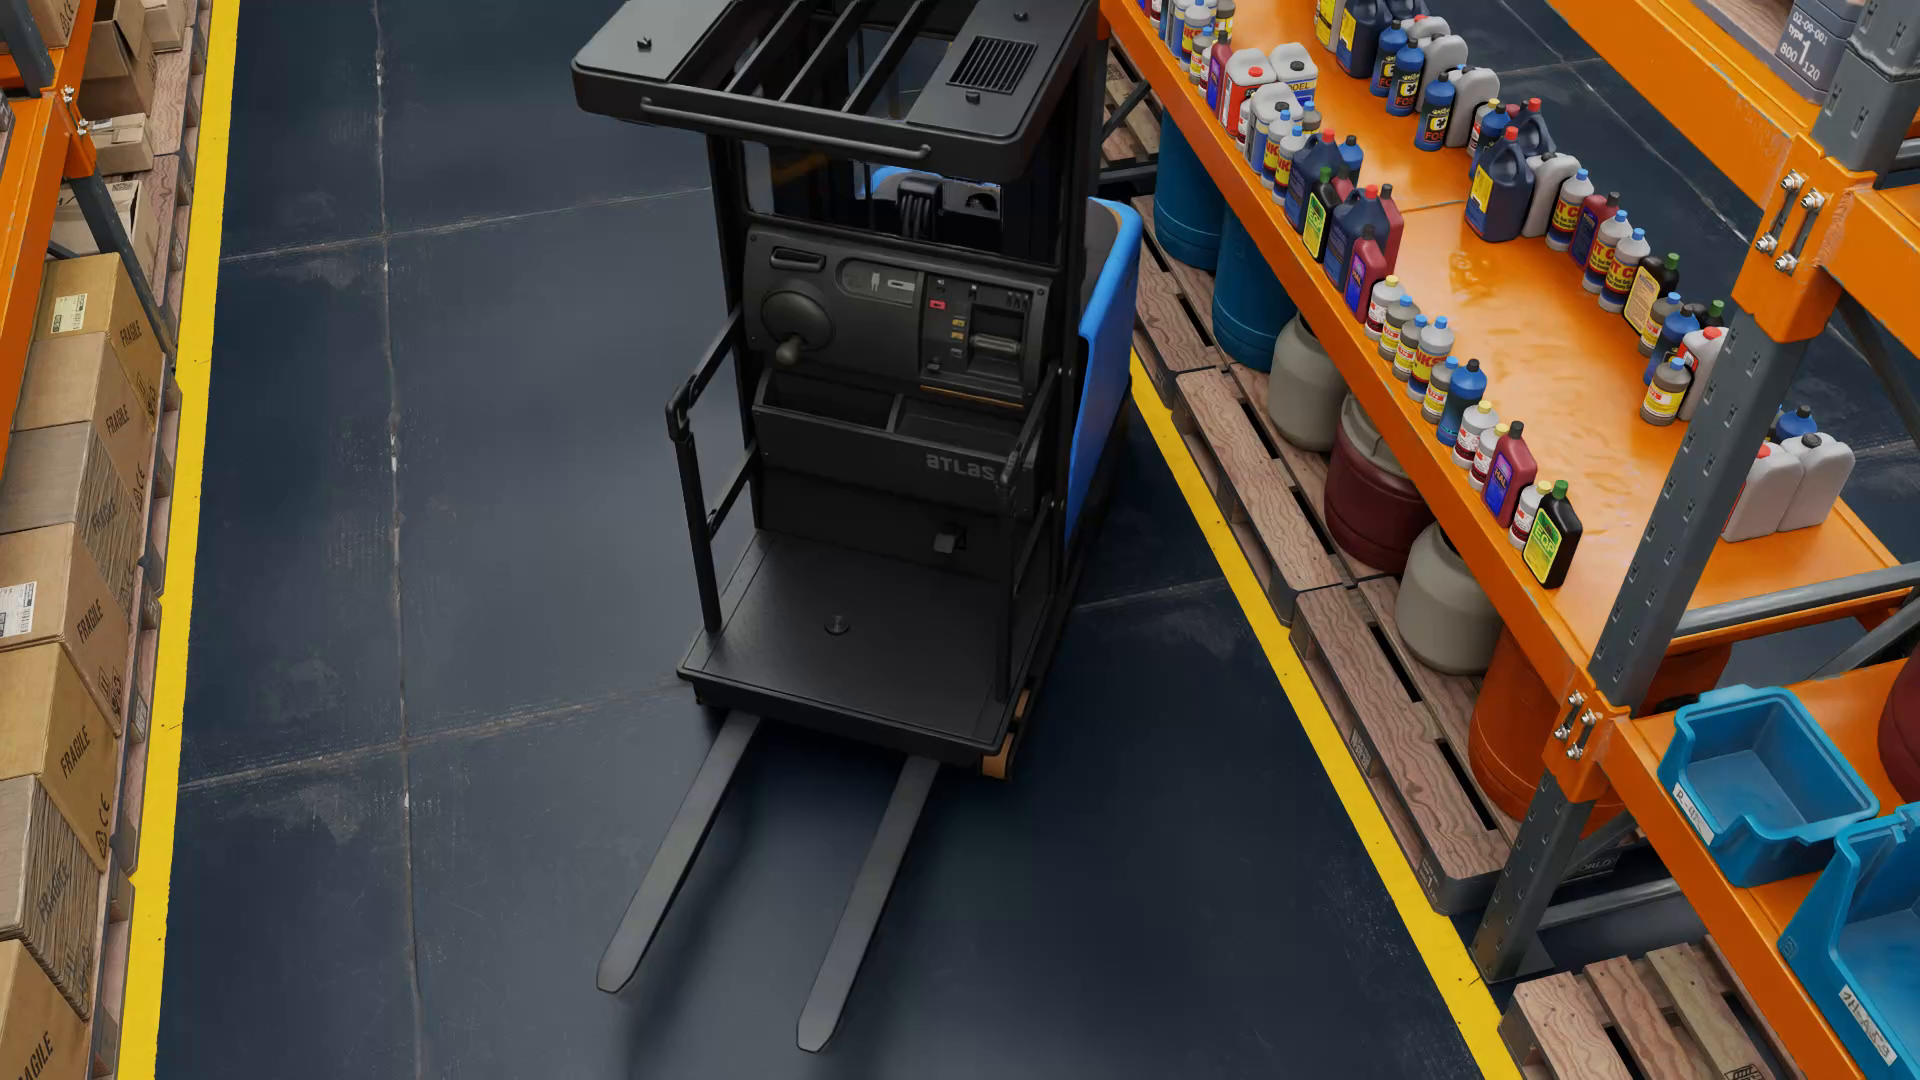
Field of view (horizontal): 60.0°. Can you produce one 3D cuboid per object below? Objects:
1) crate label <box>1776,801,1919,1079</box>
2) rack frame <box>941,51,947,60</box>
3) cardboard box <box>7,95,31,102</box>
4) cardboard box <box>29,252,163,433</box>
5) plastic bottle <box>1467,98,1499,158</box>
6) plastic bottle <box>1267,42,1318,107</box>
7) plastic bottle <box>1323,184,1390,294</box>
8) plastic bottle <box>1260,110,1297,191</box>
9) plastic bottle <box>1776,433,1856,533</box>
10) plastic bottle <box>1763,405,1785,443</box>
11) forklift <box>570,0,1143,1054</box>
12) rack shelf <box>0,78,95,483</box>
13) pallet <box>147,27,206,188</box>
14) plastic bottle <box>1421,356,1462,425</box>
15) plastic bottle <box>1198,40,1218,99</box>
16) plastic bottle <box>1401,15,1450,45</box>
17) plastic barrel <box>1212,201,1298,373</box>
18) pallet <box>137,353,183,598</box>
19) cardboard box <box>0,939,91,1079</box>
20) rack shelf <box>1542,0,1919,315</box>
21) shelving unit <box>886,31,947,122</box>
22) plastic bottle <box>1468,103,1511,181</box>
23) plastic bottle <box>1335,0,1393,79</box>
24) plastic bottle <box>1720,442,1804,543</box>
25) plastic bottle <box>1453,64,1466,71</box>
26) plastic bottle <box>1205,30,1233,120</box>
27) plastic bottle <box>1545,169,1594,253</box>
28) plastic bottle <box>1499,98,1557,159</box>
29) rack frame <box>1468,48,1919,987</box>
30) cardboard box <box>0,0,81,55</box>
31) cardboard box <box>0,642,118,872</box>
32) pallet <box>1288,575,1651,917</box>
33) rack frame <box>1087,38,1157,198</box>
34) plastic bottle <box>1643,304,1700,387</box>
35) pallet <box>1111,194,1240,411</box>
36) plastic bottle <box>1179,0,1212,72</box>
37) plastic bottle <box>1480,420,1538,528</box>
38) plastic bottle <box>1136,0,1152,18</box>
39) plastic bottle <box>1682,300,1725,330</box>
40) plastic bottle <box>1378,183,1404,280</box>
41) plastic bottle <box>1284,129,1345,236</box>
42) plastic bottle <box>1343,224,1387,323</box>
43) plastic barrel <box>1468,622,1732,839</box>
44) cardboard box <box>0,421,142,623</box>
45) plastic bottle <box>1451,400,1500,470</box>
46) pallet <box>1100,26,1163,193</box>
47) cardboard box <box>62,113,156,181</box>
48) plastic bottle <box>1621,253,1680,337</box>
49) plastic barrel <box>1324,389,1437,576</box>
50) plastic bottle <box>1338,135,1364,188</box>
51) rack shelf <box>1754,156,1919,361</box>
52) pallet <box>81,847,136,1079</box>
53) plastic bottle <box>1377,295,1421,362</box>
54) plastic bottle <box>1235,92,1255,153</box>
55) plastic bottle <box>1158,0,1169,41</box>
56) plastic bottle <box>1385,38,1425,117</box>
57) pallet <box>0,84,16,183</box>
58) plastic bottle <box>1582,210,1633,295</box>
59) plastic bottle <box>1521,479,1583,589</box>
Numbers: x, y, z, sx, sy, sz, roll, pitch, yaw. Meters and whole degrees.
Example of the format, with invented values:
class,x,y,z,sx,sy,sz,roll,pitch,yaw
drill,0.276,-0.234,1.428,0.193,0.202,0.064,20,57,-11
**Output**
class,x,y,z,sx,sy,sz,roll,pitch,yaw
crate label,2.029,0.867,3.276,0.502,0.435,0.616,-11,47,-10
rack frame,0.179,-1.216,6.391,0.500,1.500,0.032,-10,46,-9
cardboard box,-4.389,-1.787,7.476,0.500,0.311,0.500,-11,47,-10
cardboard box,-3.374,-0.705,6.283,0.500,0.500,0.500,-11,47,-11
plastic bottle,1.798,-1.407,5.668,0.097,0.201,0.097,0,46,0
plastic bottle,1.146,-1.574,5.779,0.152,0.276,0.135,-11,47,-10
plastic bottle,1.227,-0.947,5.112,0.144,0.351,0.185,-11,47,-10
plastic bottle,1.062,-1.299,5.513,0.097,0.271,0.097,0,46,0
plastic bottle,2.238,-0.171,4.404,0.152,0.276,0.135,-11,47,-10
plastic bottle,2.210,-0.297,4.580,0.097,0.201,0.097,0,46,0
forklift,-0.259,-0.565,4.752,1.130,2.935,3.031,13,47,12
rack shelf,-3.265,-0.082,4.734,1.077,0.370,4.000,-11,47,-10
pallet,-4.268,-2.057,8.118,1.003,0.211,1.213,-11,47,-10
plastic bottle,1.374,-0.432,4.712,0.097,0.201,0.097,0,46,0
plastic bottle,0.909,-1.687,5.942,0.097,0.201,0.097,0,46,0
plastic bottle,1.648,-1.761,5.962,0.152,0.276,0.135,-11,47,-10
plastic barrel,1.316,-1.163,6.464,0.600,0.901,0.708,-11,47,-10
pallet,-3.533,-0.184,6.283,1.003,0.211,1.213,-11,47,-10
cardboard box,-2.594,1.401,4.219,0.500,0.500,0.500,-9,46,-9
rack shelf,1.524,-2.035,4.548,1.077,0.370,4.000,-11,47,-10
shelving unit,0.060,-1.569,6.737,0.538,1.500,1.048,-10,46,-9
plastic bottle,1.773,-1.328,5.541,0.097,0.271,0.097,0,46,0
plastic bottle,1.472,-1.872,6.019,0.144,0.351,0.185,-11,47,-10
plastic bottle,2.091,-0.143,4.377,0.152,0.276,0.135,-11,47,-10
plastic bottle,1.739,-1.567,5.824,0.097,0.201,0.097,0,46,0
plastic bottle,0.921,-1.633,5.831,0.061,0.283,0.133,-11,47,-10
plastic bottle,1.939,-1.051,5.270,0.097,0.271,0.097,0,46,0
plastic bottle,1.846,-1.265,5.424,0.144,0.351,0.185,-11,47,-10
rack frame,2.036,0.144,4.009,1.000,3.000,0.127,-11,47,-10
cardboard box,-3.644,-2.151,6.188,0.500,0.500,0.500,-10,46,-9
cardboard box,-2.857,0.694,4.912,0.500,0.500,0.500,-11,47,-11
pallet,1.794,0.583,5.531,1.003,0.211,1.213,-11,47,-10
rack frame,1.012,-2.618,6.715,1.000,3.000,0.127,-11,47,-10
plastic bottle,2.057,-0.562,4.791,0.097,0.271,0.097,0,46,0
pallet,1.169,-1.101,7.182,1.003,0.211,1.213,-11,47,-10
plastic bottle,0.859,-1.846,6.049,0.097,0.271,0.097,0,46,0
plastic bottle,1.461,-0.176,4.404,0.061,0.283,0.133,-11,47,-10
plastic bottle,0.728,-2.154,6.342,0.061,0.283,0.133,-11,47,-10
plastic bottle,2.129,-0.593,4.813,0.061,0.283,0.133,-11,47,-10
plastic bottle,1.319,-0.960,5.172,0.061,0.283,0.133,-11,47,-10
plastic bottle,1.145,-1.167,5.327,0.144,0.351,0.185,-11,47,-10
plastic bottle,1.227,-0.806,5.021,0.061,0.283,0.133,-11,47,-10
plastic barrel,1.894,0.422,4.962,0.600,0.830,0.708,-11,47,-10
cardboard box,-3.128,-0.016,5.608,0.500,0.500,0.500,-10,46,-10
plastic bottle,1.424,-0.297,4.580,0.097,0.201,0.097,0,46,0
pallet,0.786,-2.142,8.202,1.003,0.211,1.213,-11,47,-10
cardboard box,-3.907,-1.802,7.591,0.380,0.166,0.250,-11,47,-10
plastic bottle,2.070,-0.753,4.969,0.061,0.283,0.133,-11,47,-10
plastic barrel,1.605,-0.273,5.812,0.600,0.588,0.708,-11,47,-10
plastic bottle,1.251,-1.191,5.407,0.097,0.271,0.097,0,46,0
rack shelf,2.548,0.727,1.841,1.077,0.370,4.000,-11,47,-10
pallet,-2.908,1.501,4.632,1.003,0.211,1.213,-11,47,-10
plastic bottle,1.300,-0.634,4.910,0.097,0.201,0.097,0,46,0
plastic bottle,1.002,-1.435,5.695,0.097,0.201,0.097,0,46,0
plastic bottle,0.800,-2.006,6.206,0.097,0.271,0.097,0,46,0
plastic bottle,1.567,-1.631,5.838,0.097,0.271,0.097,0,46,0
pallet,-3.678,-1.076,5.339,1.003,0.211,1.213,-11,47,-10
plastic bottle,1.998,-0.892,5.114,0.097,0.271,0.097,0,46,0
plastic bottle,1.520,-0.017,4.248,0.061,0.283,0.133,-11,47,-10
